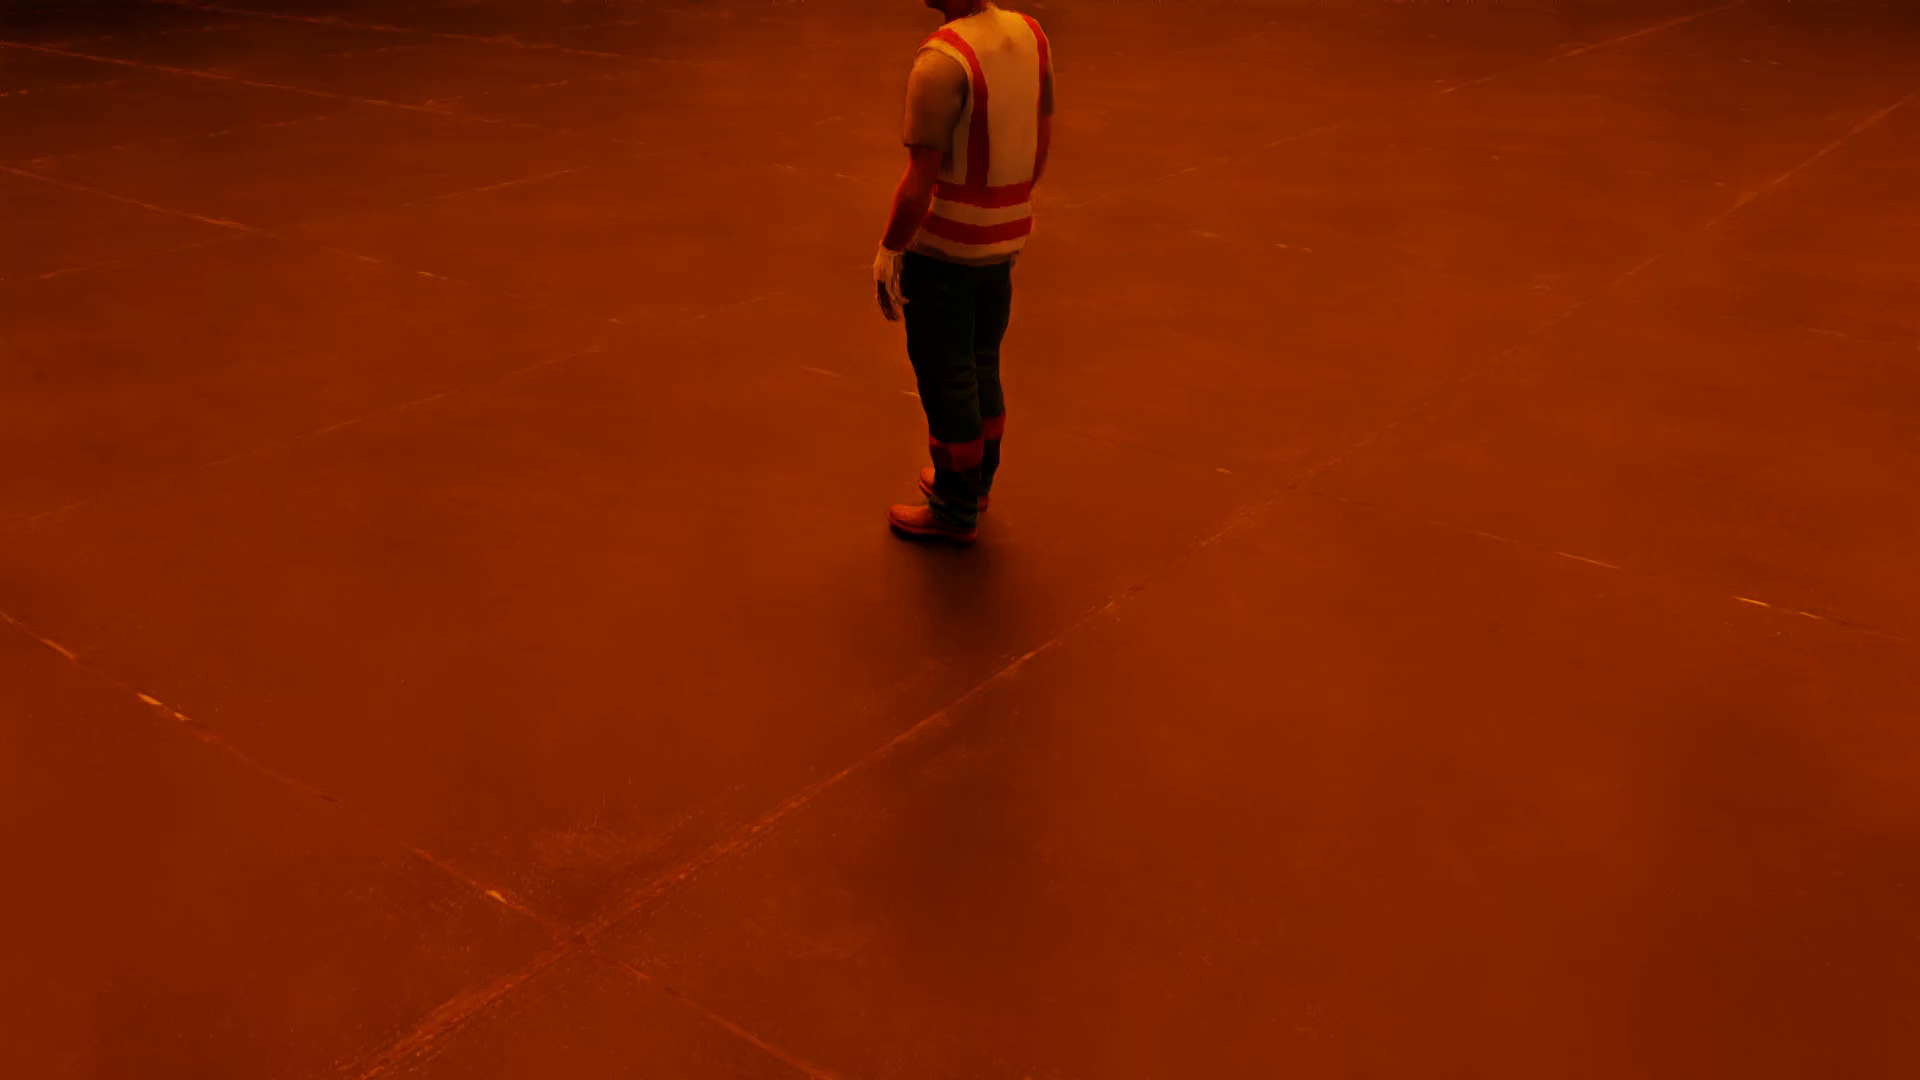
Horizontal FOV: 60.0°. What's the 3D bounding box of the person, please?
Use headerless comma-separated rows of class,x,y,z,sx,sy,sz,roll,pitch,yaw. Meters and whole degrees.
person,-0.057,-0.850,4.708,0.563,1.787,0.637,17,29,34
